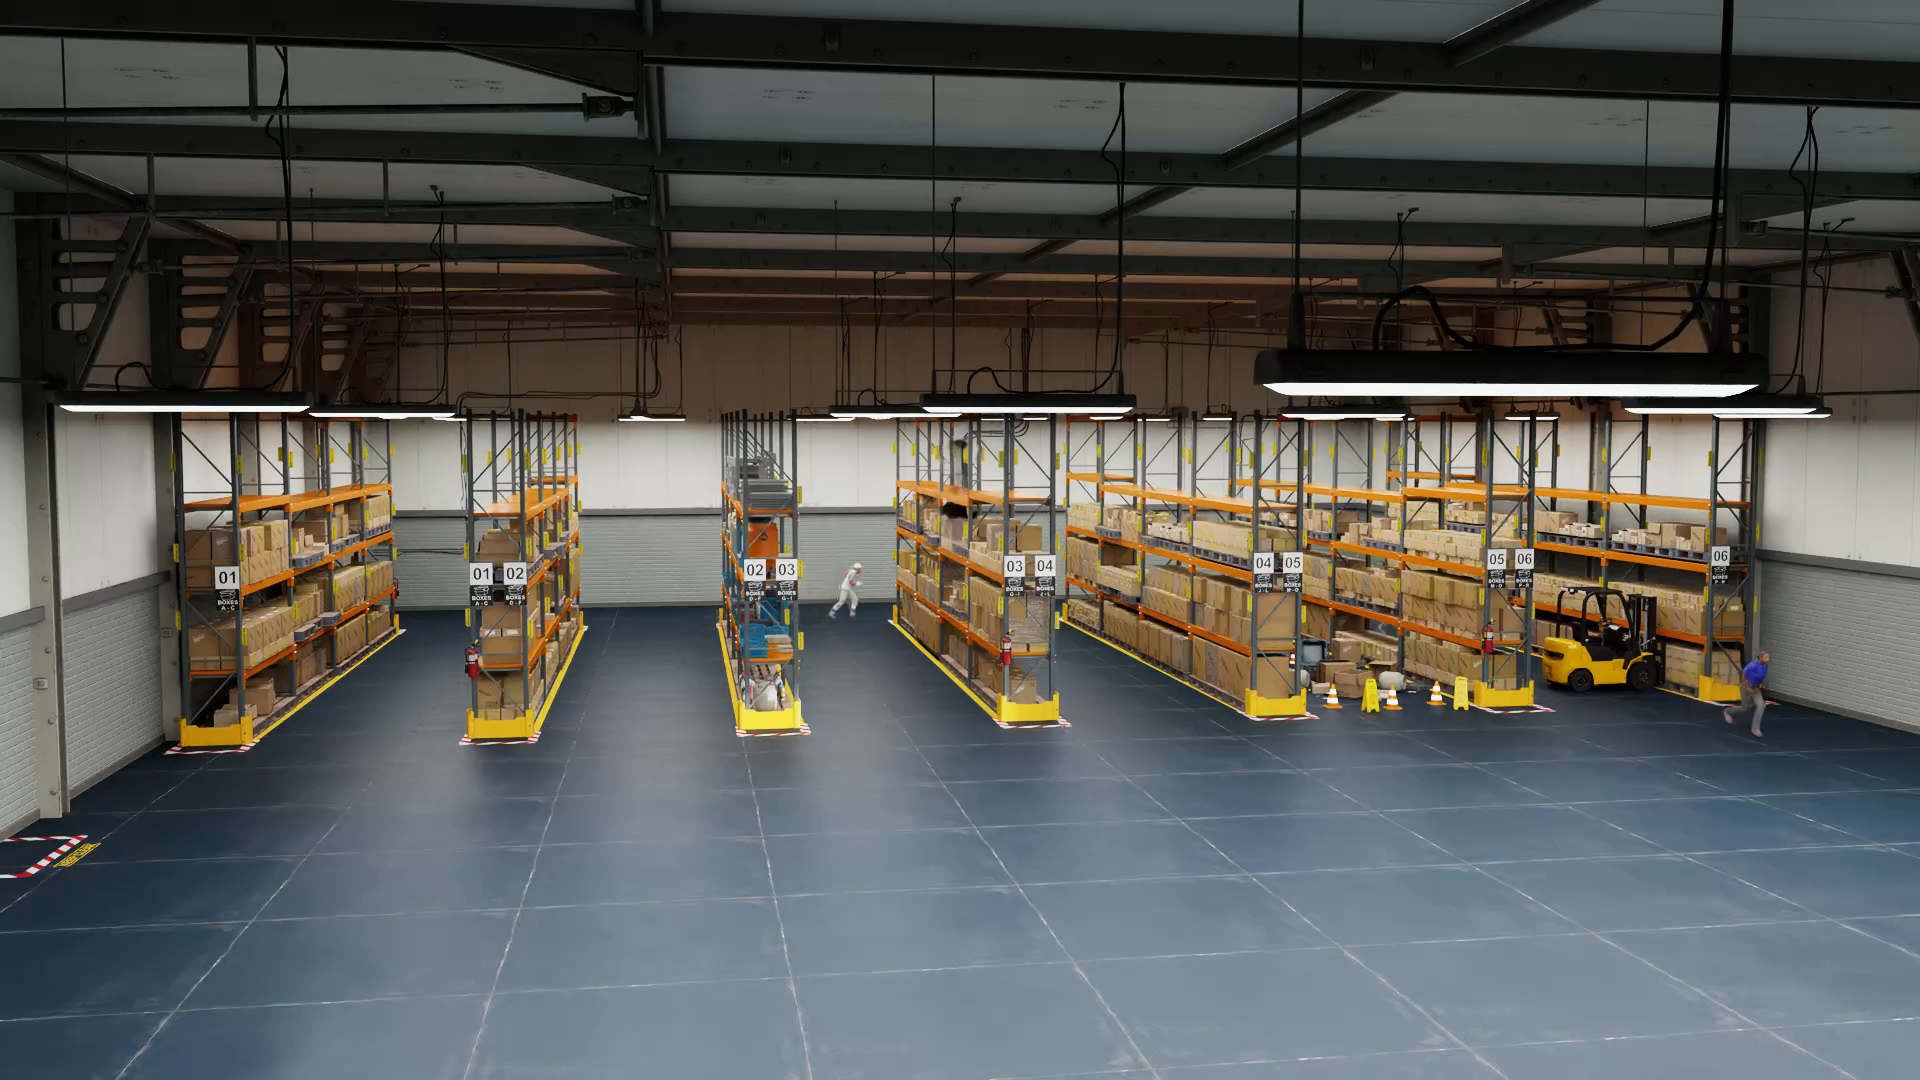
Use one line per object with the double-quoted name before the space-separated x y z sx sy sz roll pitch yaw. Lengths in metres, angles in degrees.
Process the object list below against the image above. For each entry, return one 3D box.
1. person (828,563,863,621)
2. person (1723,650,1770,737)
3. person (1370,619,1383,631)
"person" -3.334 1.533 48.464 1.028 1.723 0.707 0 4 -5
"person" 14.608 2.804 30.853 0.587 1.614 0.909 -2 5 -29
"person" 11.154 1.839 44.811 0.543 1.583 0.856 -1 4 -13
